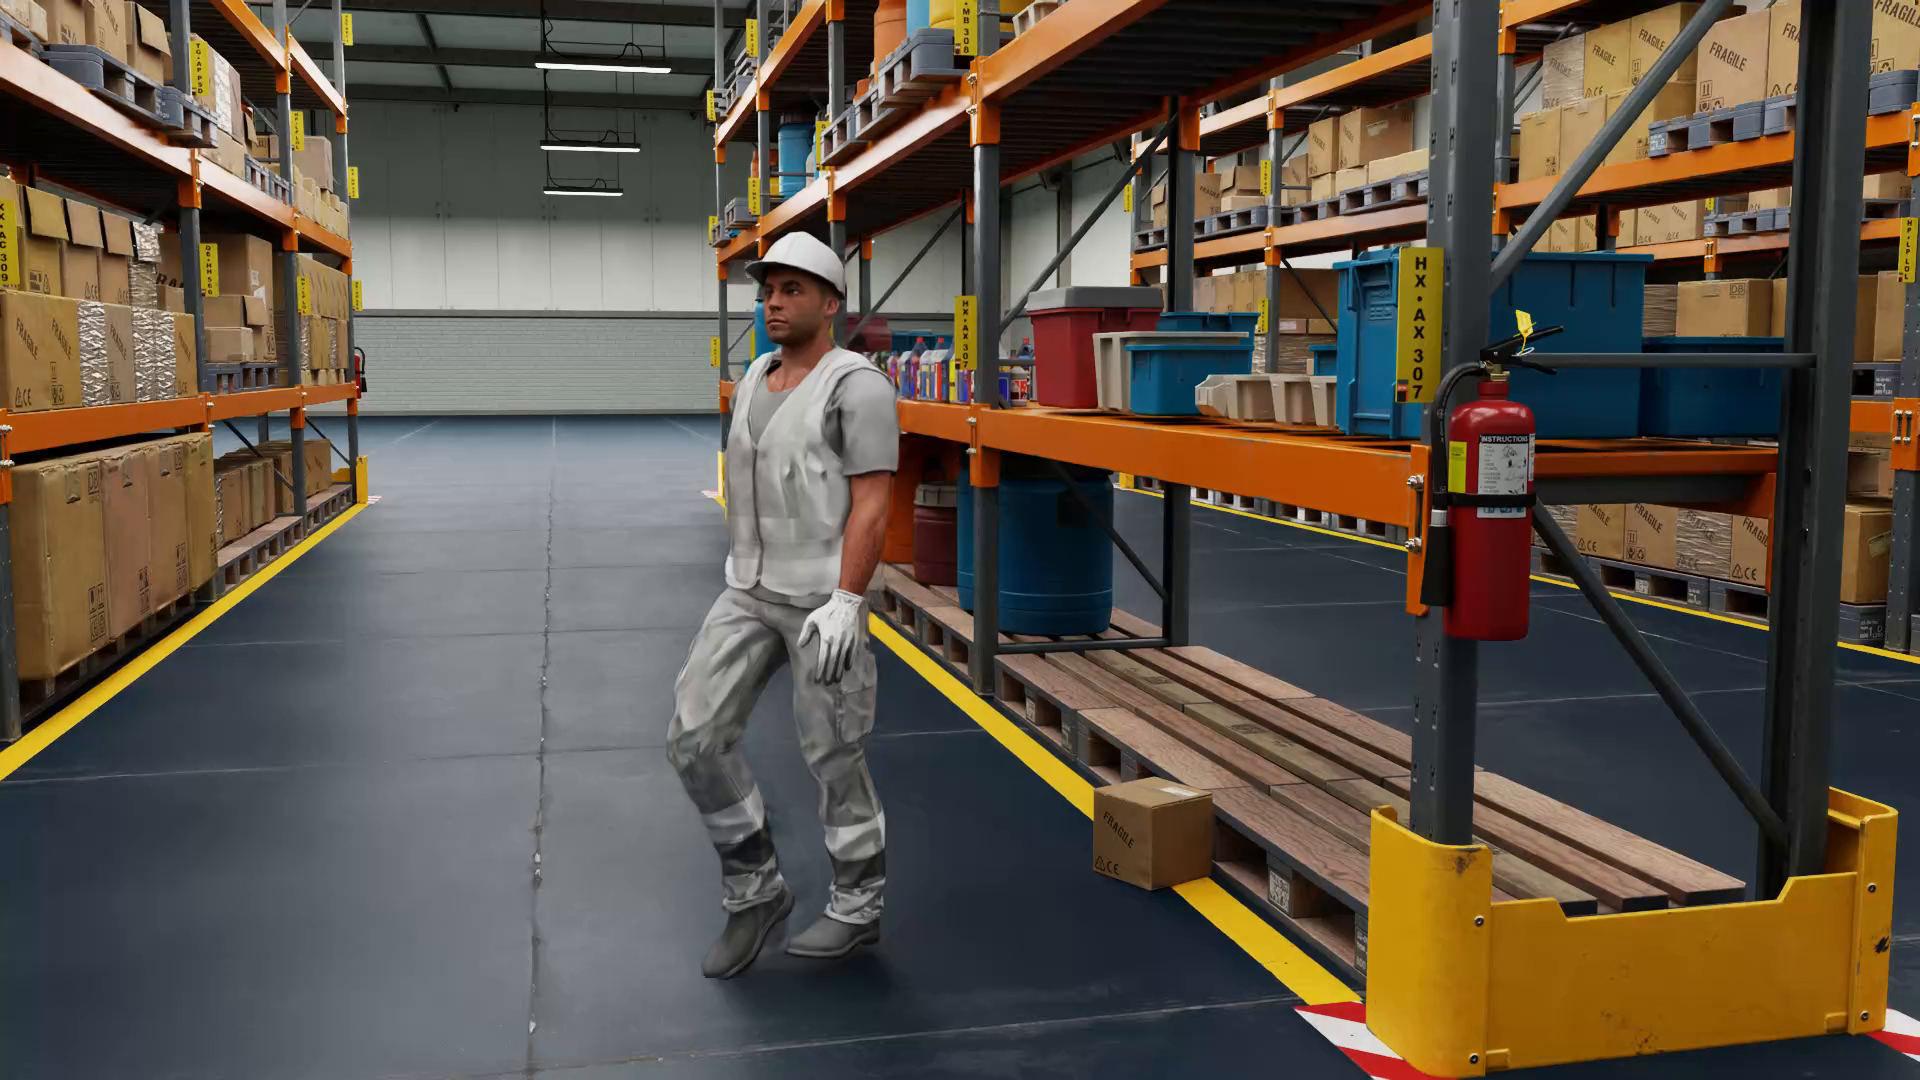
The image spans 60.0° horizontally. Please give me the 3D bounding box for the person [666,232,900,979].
[{"bbox_3d":[-0.418,0.179,4.040,0.592,1.834,0.511,4,7,36],"label":"person"}]
